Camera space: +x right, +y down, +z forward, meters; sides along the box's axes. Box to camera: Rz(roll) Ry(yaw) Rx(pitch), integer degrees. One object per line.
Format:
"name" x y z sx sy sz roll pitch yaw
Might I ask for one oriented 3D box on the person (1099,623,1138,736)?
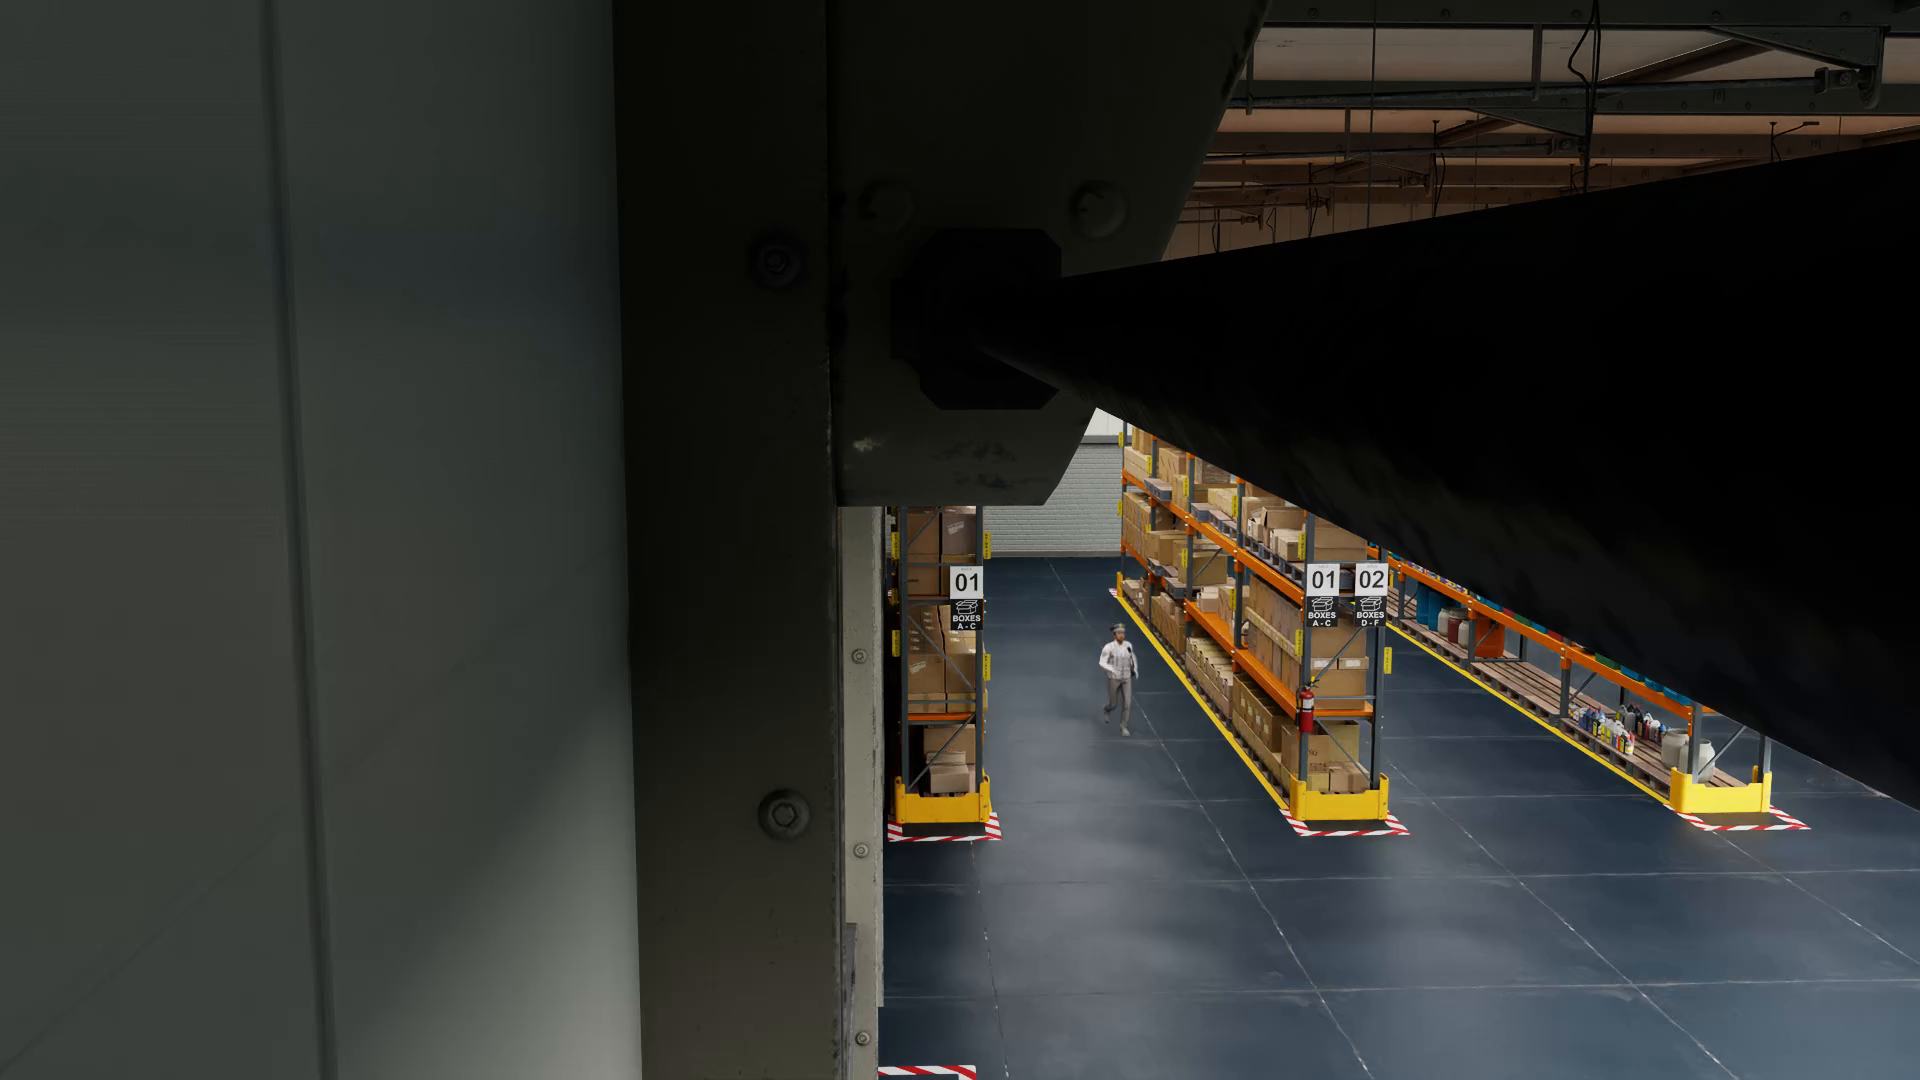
"person" 2.370 2.045 24.724 0.625 1.654 0.723 -2 8 -16
